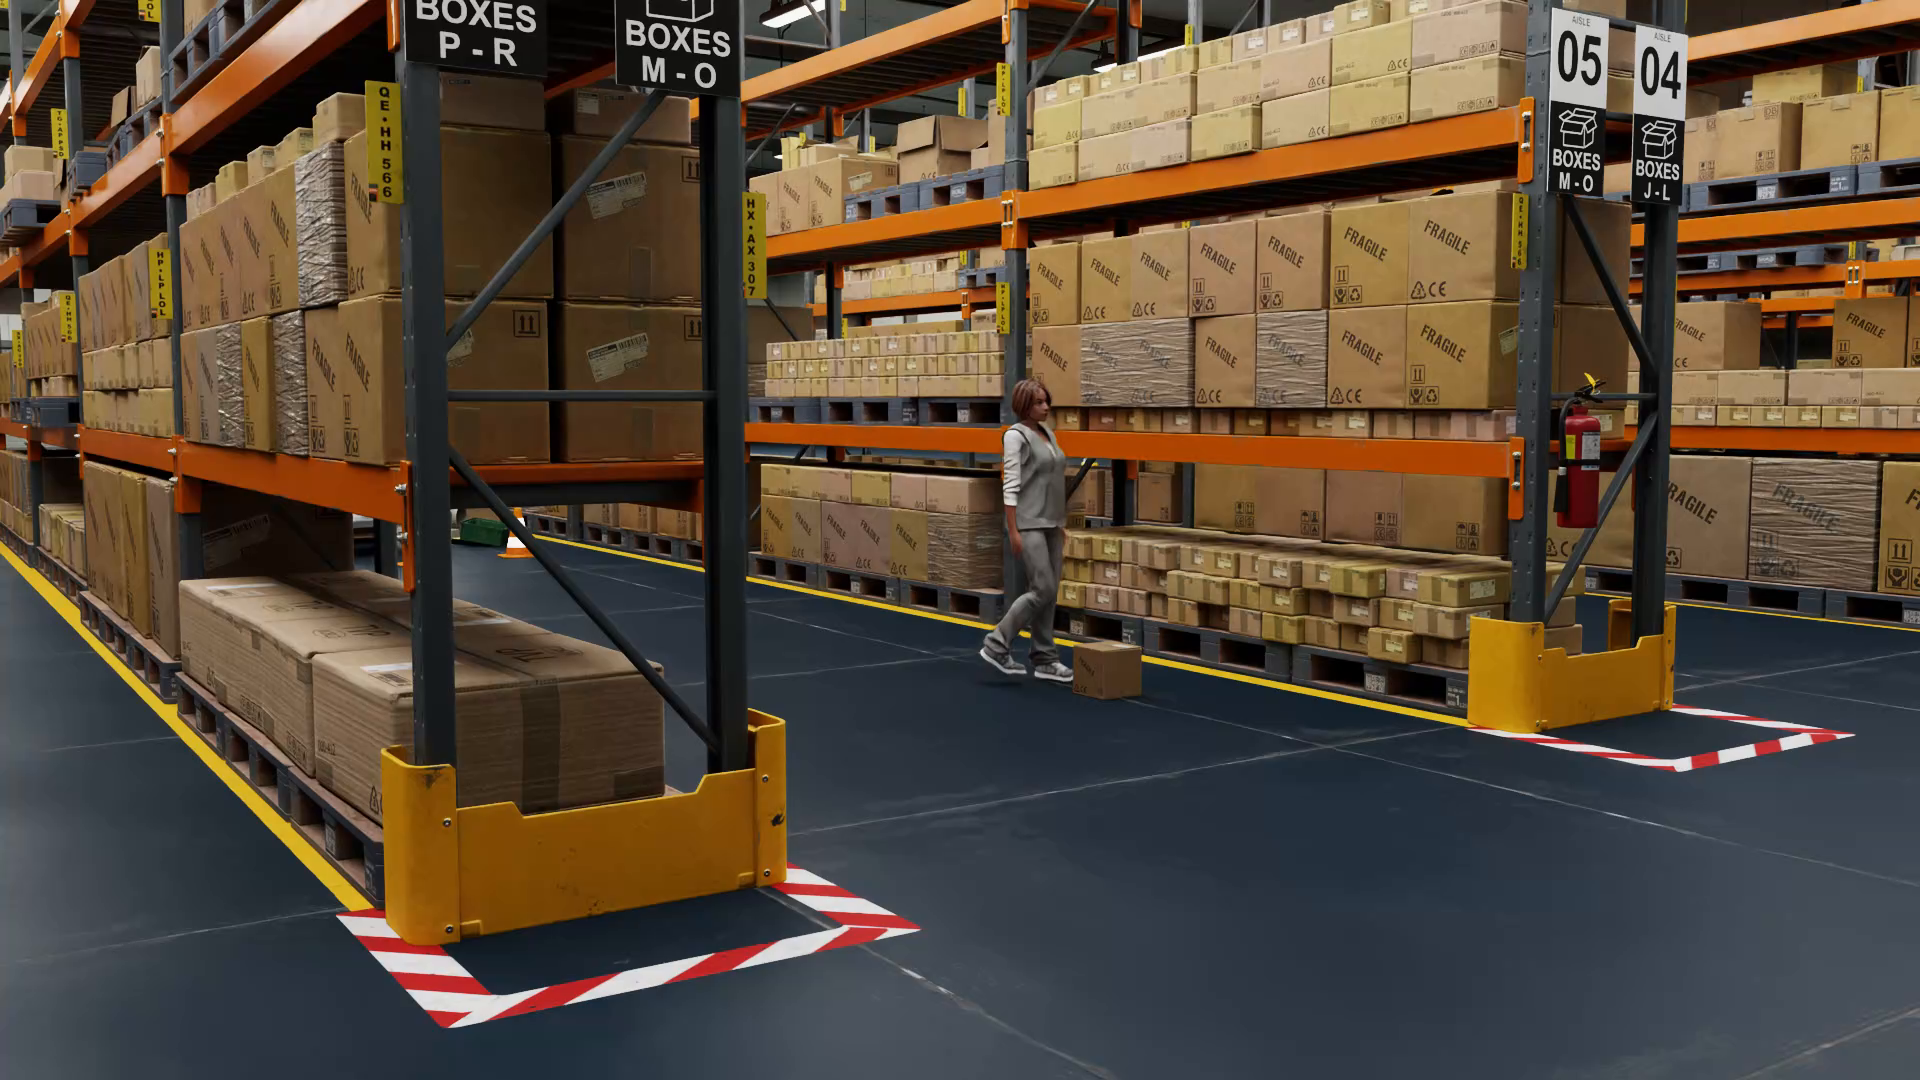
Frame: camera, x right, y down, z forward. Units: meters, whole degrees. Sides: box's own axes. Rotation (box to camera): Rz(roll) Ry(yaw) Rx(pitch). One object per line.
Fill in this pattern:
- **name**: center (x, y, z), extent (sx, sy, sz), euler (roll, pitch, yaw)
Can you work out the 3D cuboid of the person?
- **person**: center (0.392, -0.046, 8.738), extent (0.469, 1.599, 0.422), euler (3, 6, 30)
